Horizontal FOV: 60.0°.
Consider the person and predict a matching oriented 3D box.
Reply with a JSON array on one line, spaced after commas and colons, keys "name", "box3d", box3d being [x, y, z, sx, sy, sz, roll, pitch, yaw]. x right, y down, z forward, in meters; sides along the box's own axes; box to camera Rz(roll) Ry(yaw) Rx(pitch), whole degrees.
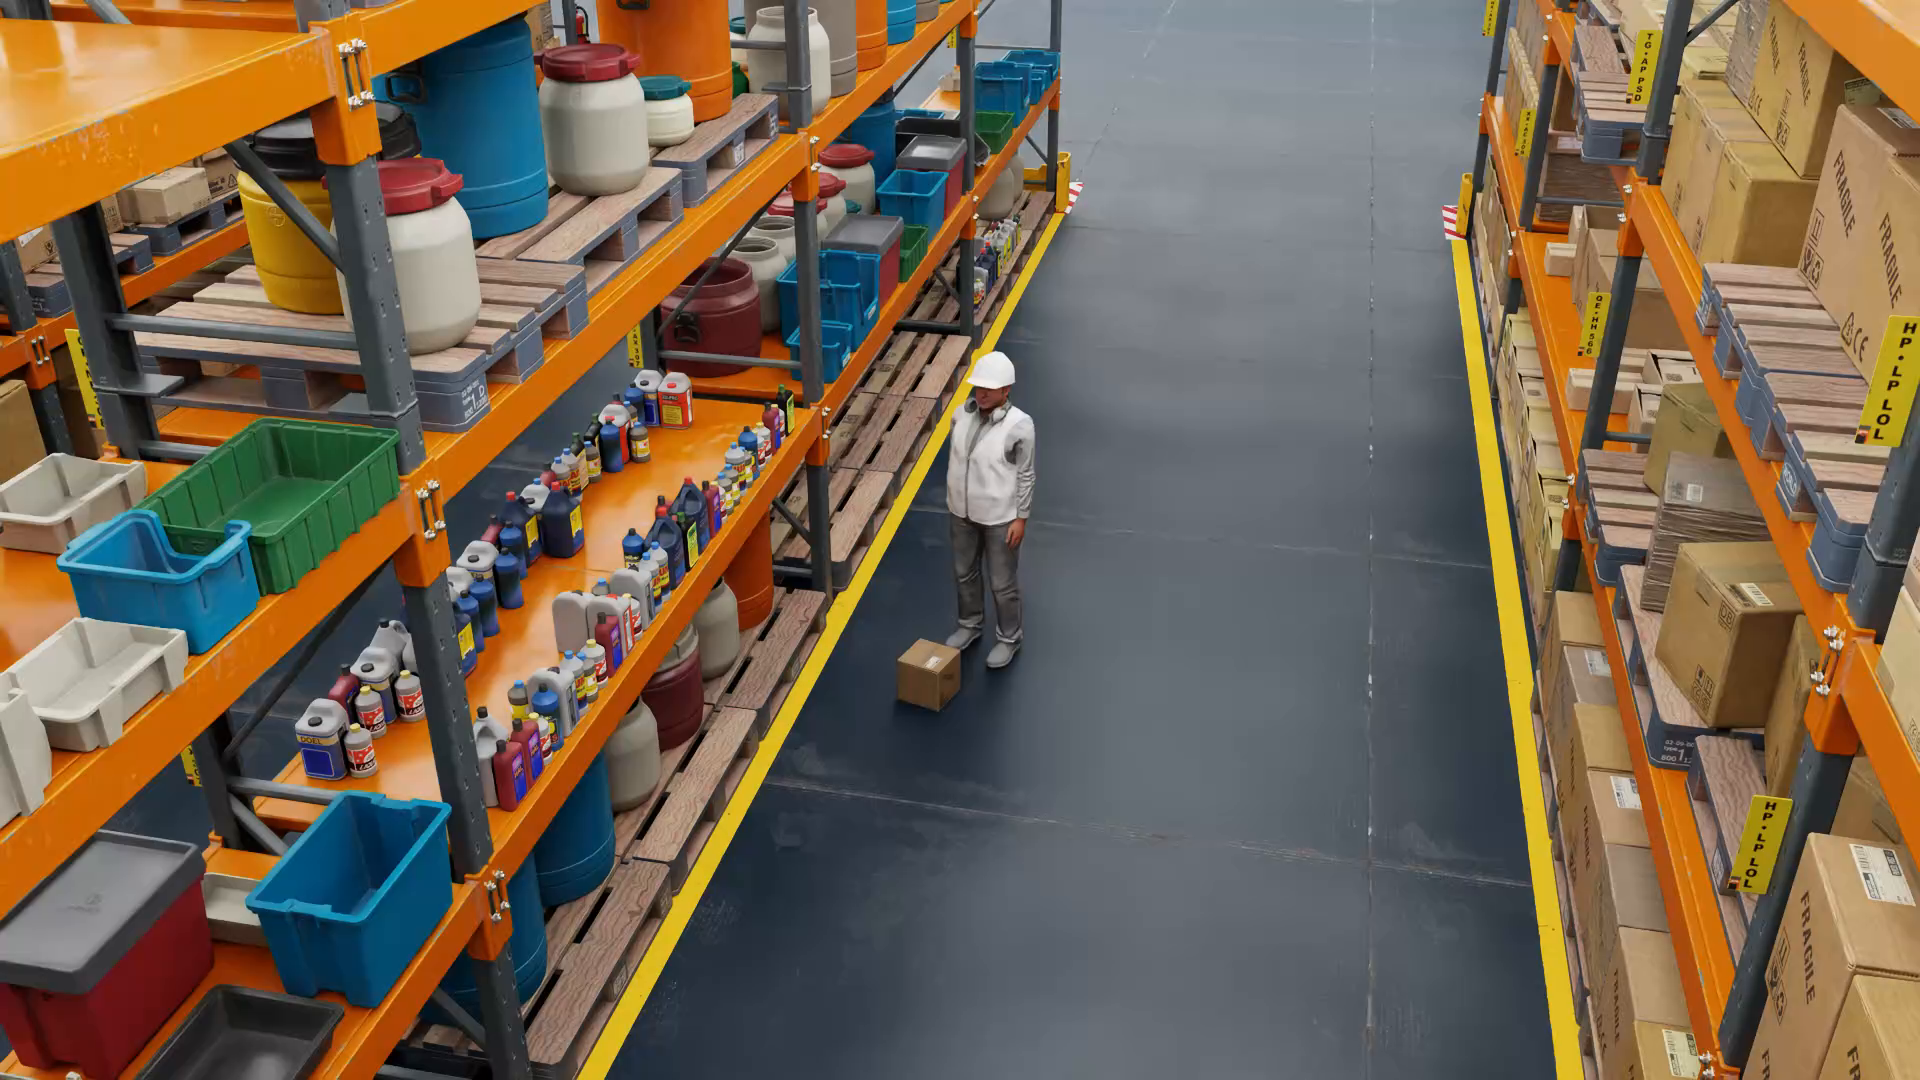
[{"name": "person", "box3d": [0.148, -0.160, 8.892, 0.528, 1.770, 0.358, 19, 34, 30]}]
